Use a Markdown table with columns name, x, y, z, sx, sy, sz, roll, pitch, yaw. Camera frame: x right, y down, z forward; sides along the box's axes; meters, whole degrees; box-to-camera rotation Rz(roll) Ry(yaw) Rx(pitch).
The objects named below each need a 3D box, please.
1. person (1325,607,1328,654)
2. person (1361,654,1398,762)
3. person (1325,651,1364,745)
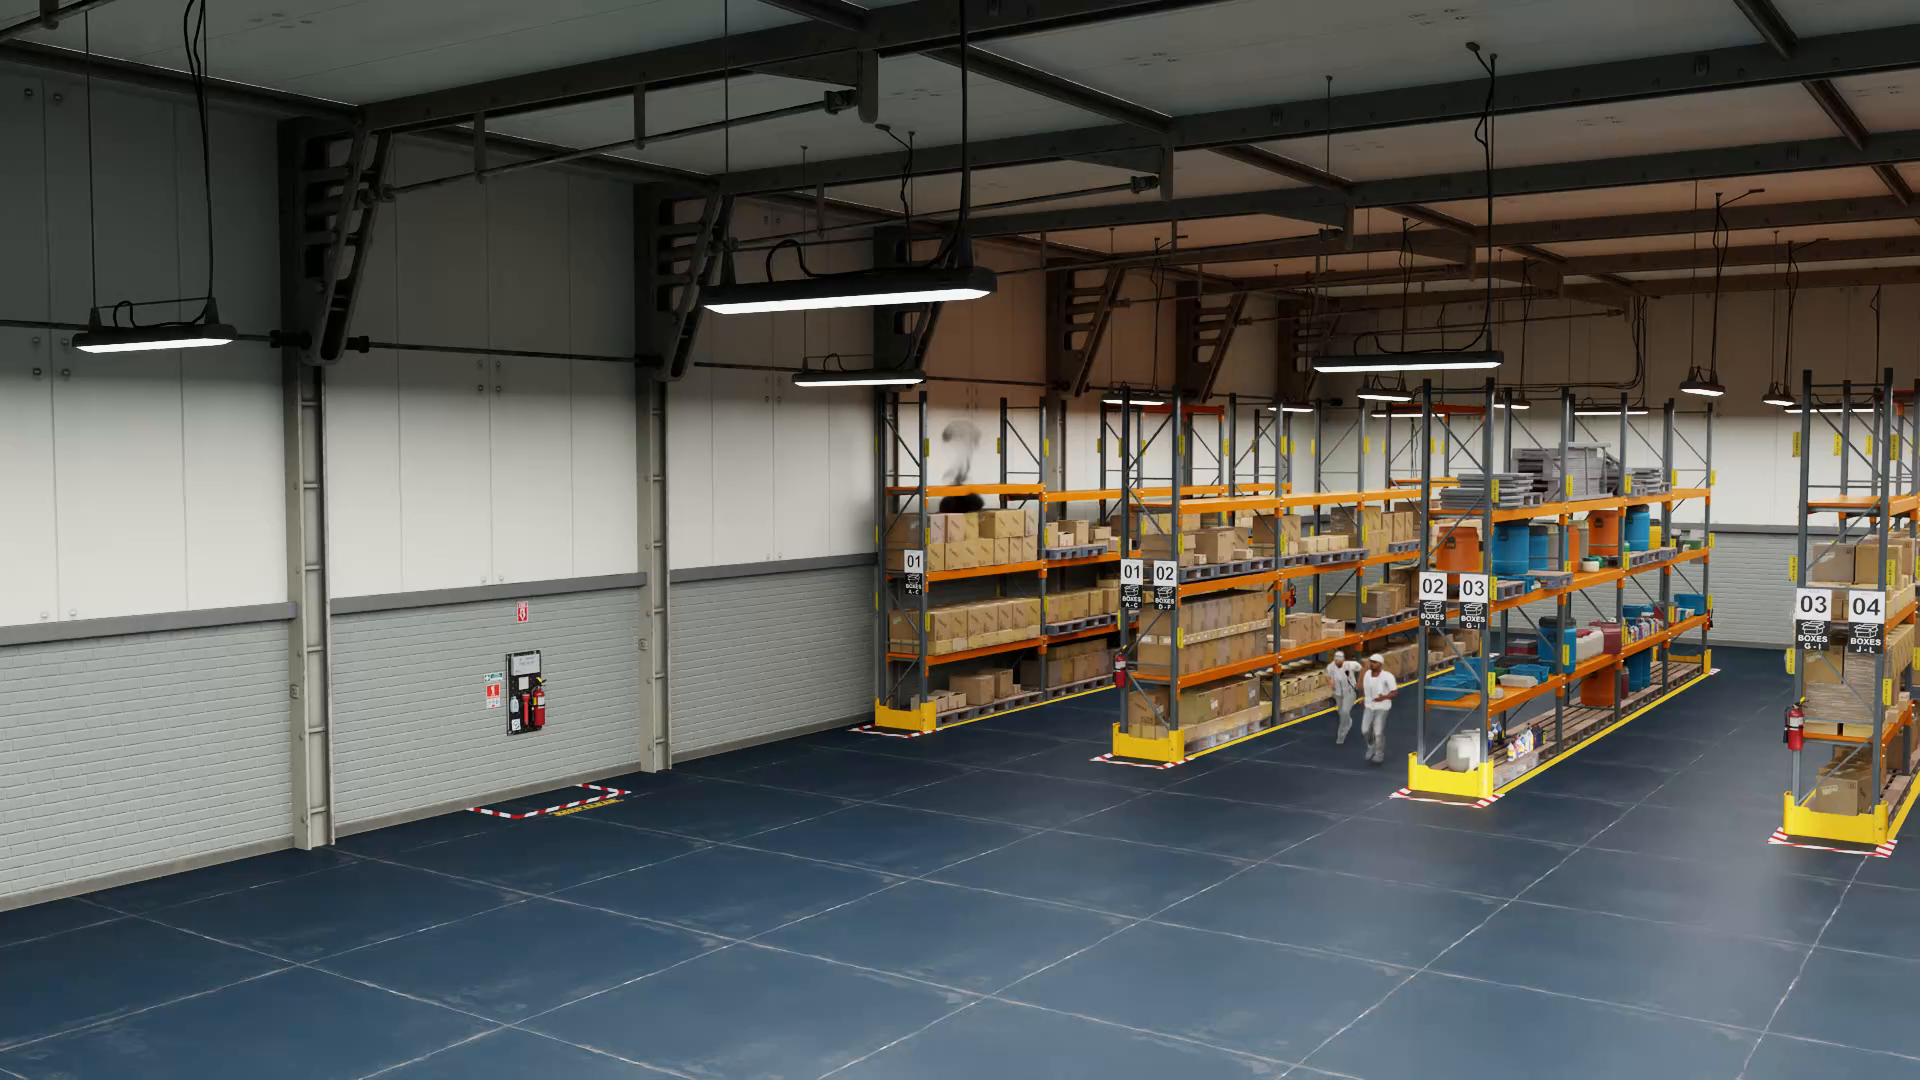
| name | x | y | z | sx | sy | sz | roll | pitch | yaw |
| --- | --- | --- | --- | --- | --- | --- | --- | --- | --- |
| person | 8.573 | 2.065 | 37.897 | 0.648 | 1.712 | 0.946 | 2 | 4 | 30 |
| person | 6.581 | 2.666 | 26.339 | 0.677 | 1.729 | 0.607 | 3 | 4 | 41 |
| person | 6.576 | 2.665 | 28.402 | 0.648 | 1.627 | 1.035 | 2 | 4 | 26 |
